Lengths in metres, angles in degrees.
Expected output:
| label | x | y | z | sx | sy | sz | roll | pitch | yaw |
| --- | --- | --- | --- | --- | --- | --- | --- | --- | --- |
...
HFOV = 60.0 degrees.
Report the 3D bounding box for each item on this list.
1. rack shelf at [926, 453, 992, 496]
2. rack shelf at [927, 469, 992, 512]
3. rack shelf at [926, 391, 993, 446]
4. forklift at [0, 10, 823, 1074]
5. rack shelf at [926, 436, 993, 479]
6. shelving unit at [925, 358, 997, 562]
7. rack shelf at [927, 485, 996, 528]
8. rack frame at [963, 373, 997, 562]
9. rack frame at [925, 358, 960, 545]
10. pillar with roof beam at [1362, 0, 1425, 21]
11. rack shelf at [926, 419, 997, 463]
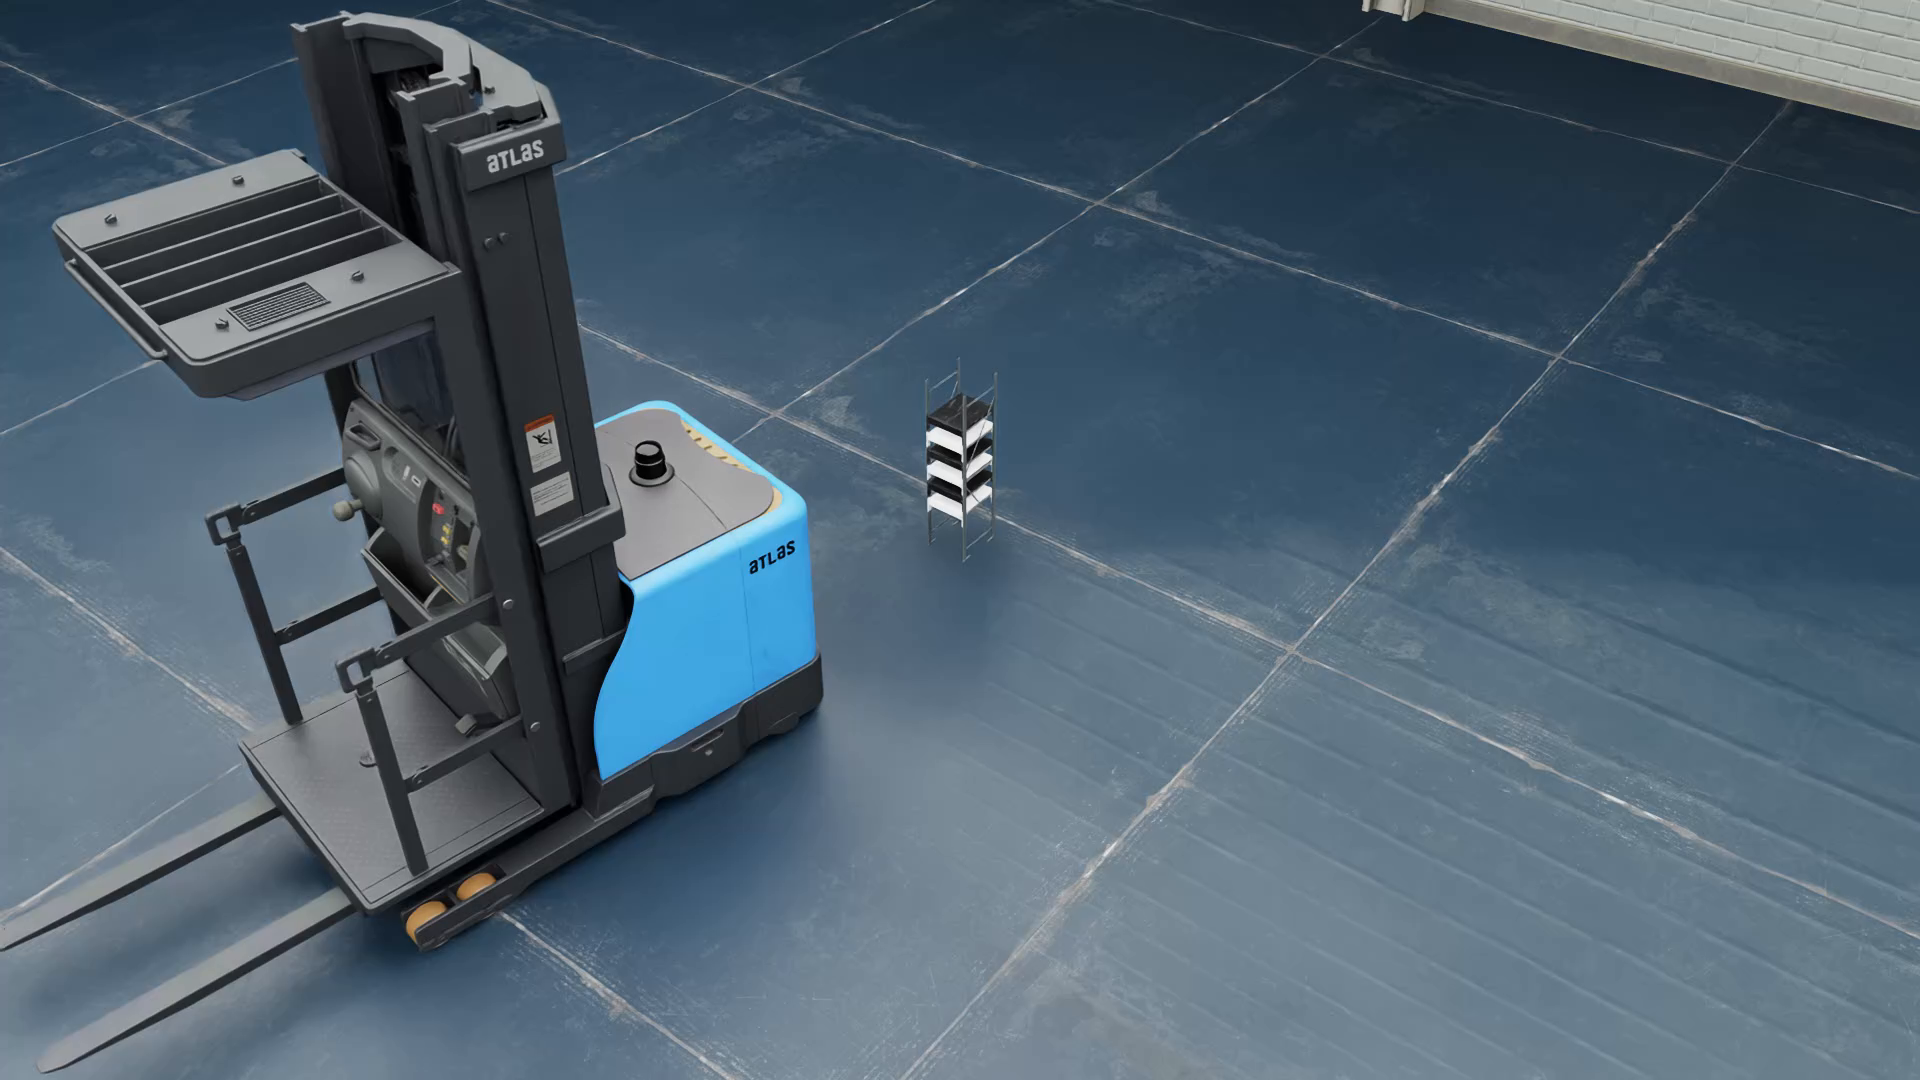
| label | x | y | z | sx | sy | sz | roll | pitch | yaw |
| --- | --- | --- | --- | --- | --- | --- | --- | --- | --- |
| rack shelf | 0.006 | -0.325 | 7.489 | 0.200 | 0.077 | 0.258 | 25 | 45 | 29 |
| rack shelf | 0.006 | -0.254 | 7.545 | 0.200 | 0.077 | 0.258 | 25 | 45 | 29 |
| rack shelf | 0.006 | -0.538 | 7.323 | 0.200 | 0.077 | 0.258 | 25 | 45 | 29 |
| forklift | -1.993 | -0.072 | 5.465 | 3.031 | 2.935 | 1.130 | -29 | 46 | -32 |
| rack shelf | 0.006 | -0.396 | 7.434 | 0.200 | 0.077 | 0.258 | 25 | 45 | 29 |
| shelving unit | 0.006 | -0.351 | 7.469 | 0.210 | 0.900 | 0.258 | 25 | 45 | 29 |
| rack shelf | 0.006 | -0.183 | 7.600 | 0.200 | 0.077 | 0.258 | 25 | 45 | 29 |
| rack frame | 0.087 | -0.313 | 7.420 | 0.006 | 0.900 | 0.240 | 25 | 45 | 29 |
| rack frame | -0.074 | -0.389 | 7.517 | 0.006 | 0.900 | 0.240 | 25 | 45 | 29 |
| pillar with roof beam | 0.790 | -5.600 | 7.603 | 0.400 | 9.000 | 9.100 | 25 | 45 | 29 |
| rack shelf | 0.006 | -0.467 | 7.378 | 0.200 | 0.077 | 0.258 | 25 | 45 | 29 |
